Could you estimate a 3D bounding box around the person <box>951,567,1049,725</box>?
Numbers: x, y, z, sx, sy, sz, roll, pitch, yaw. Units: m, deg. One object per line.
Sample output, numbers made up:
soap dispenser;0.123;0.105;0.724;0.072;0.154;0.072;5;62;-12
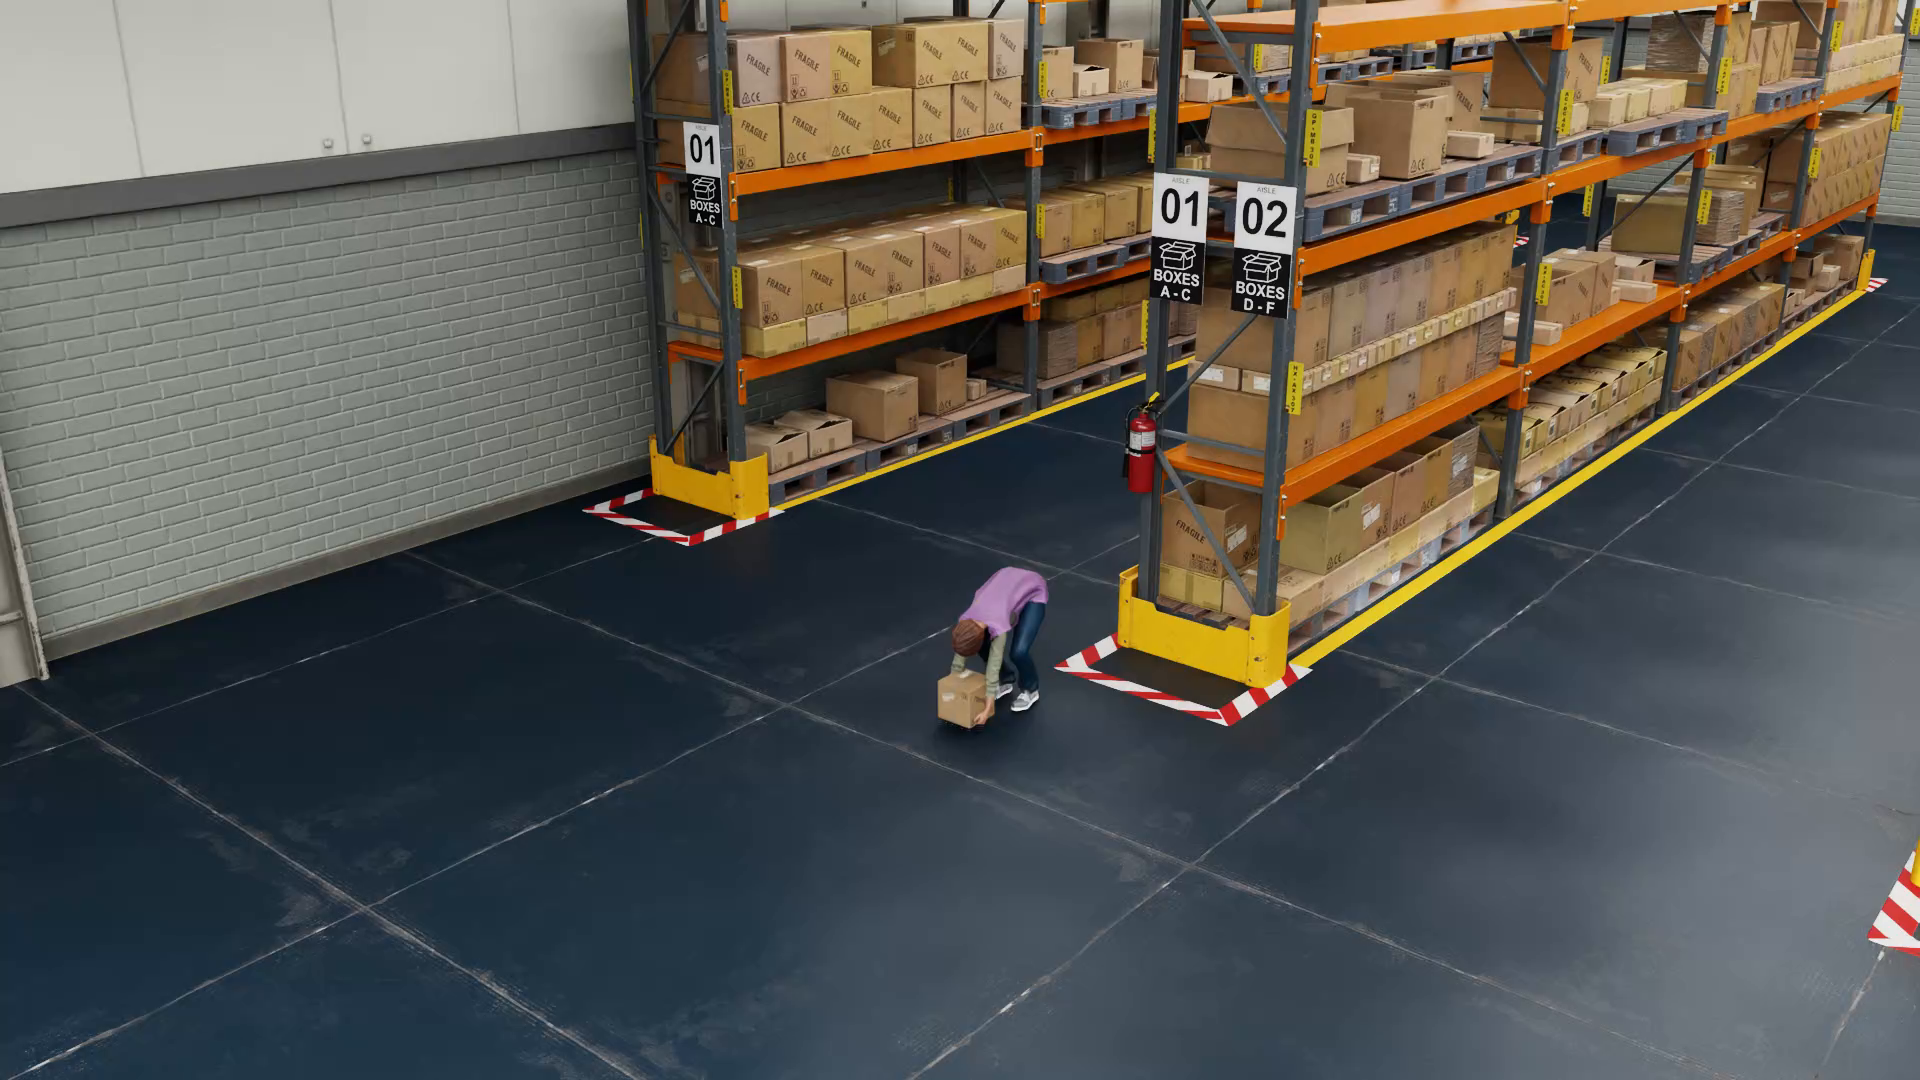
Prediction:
person;0.231;0.656;10.350;0.423;0.886;0.854;15;25;34
